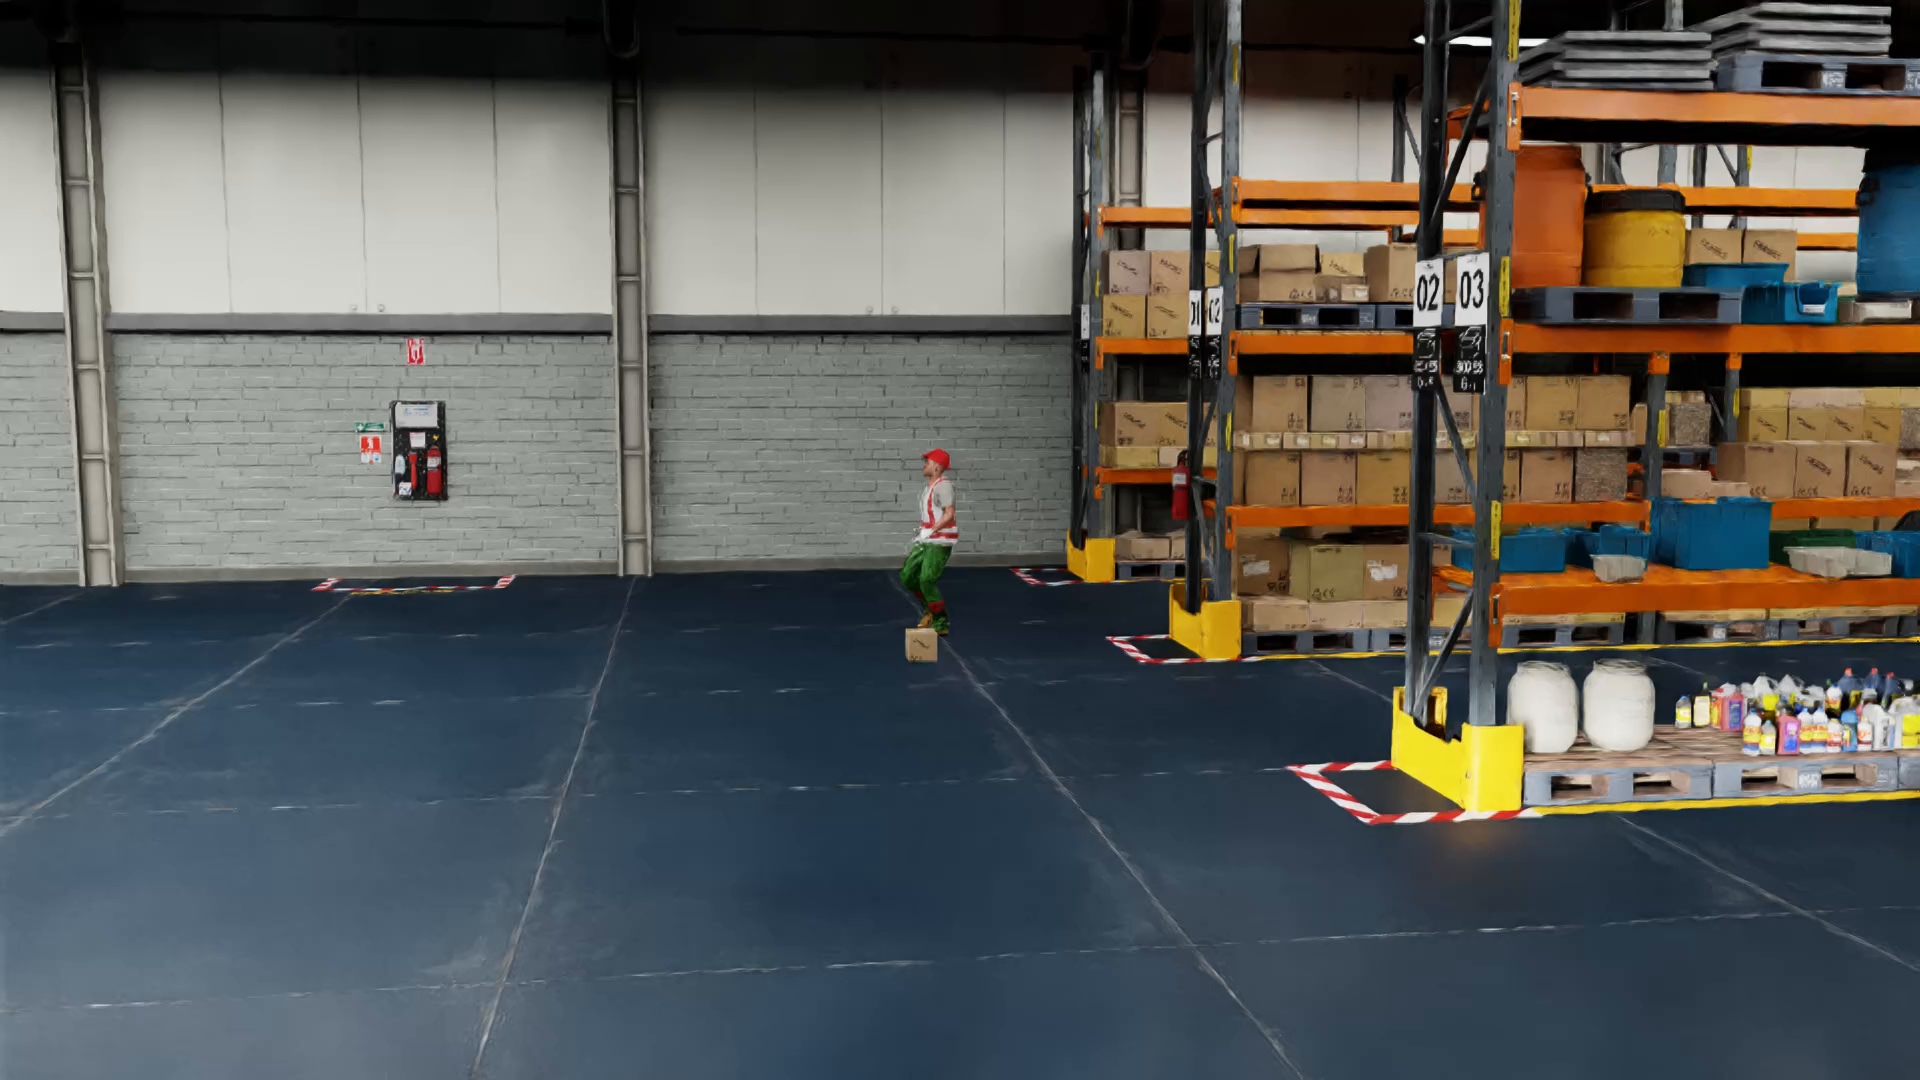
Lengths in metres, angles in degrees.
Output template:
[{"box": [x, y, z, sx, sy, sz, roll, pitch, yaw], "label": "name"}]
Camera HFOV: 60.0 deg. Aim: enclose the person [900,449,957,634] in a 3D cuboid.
[{"box": [-0.265, 0.027, 15.520, 0.513, 1.752, 0.711, -3, 7, -23], "label": "person"}]
